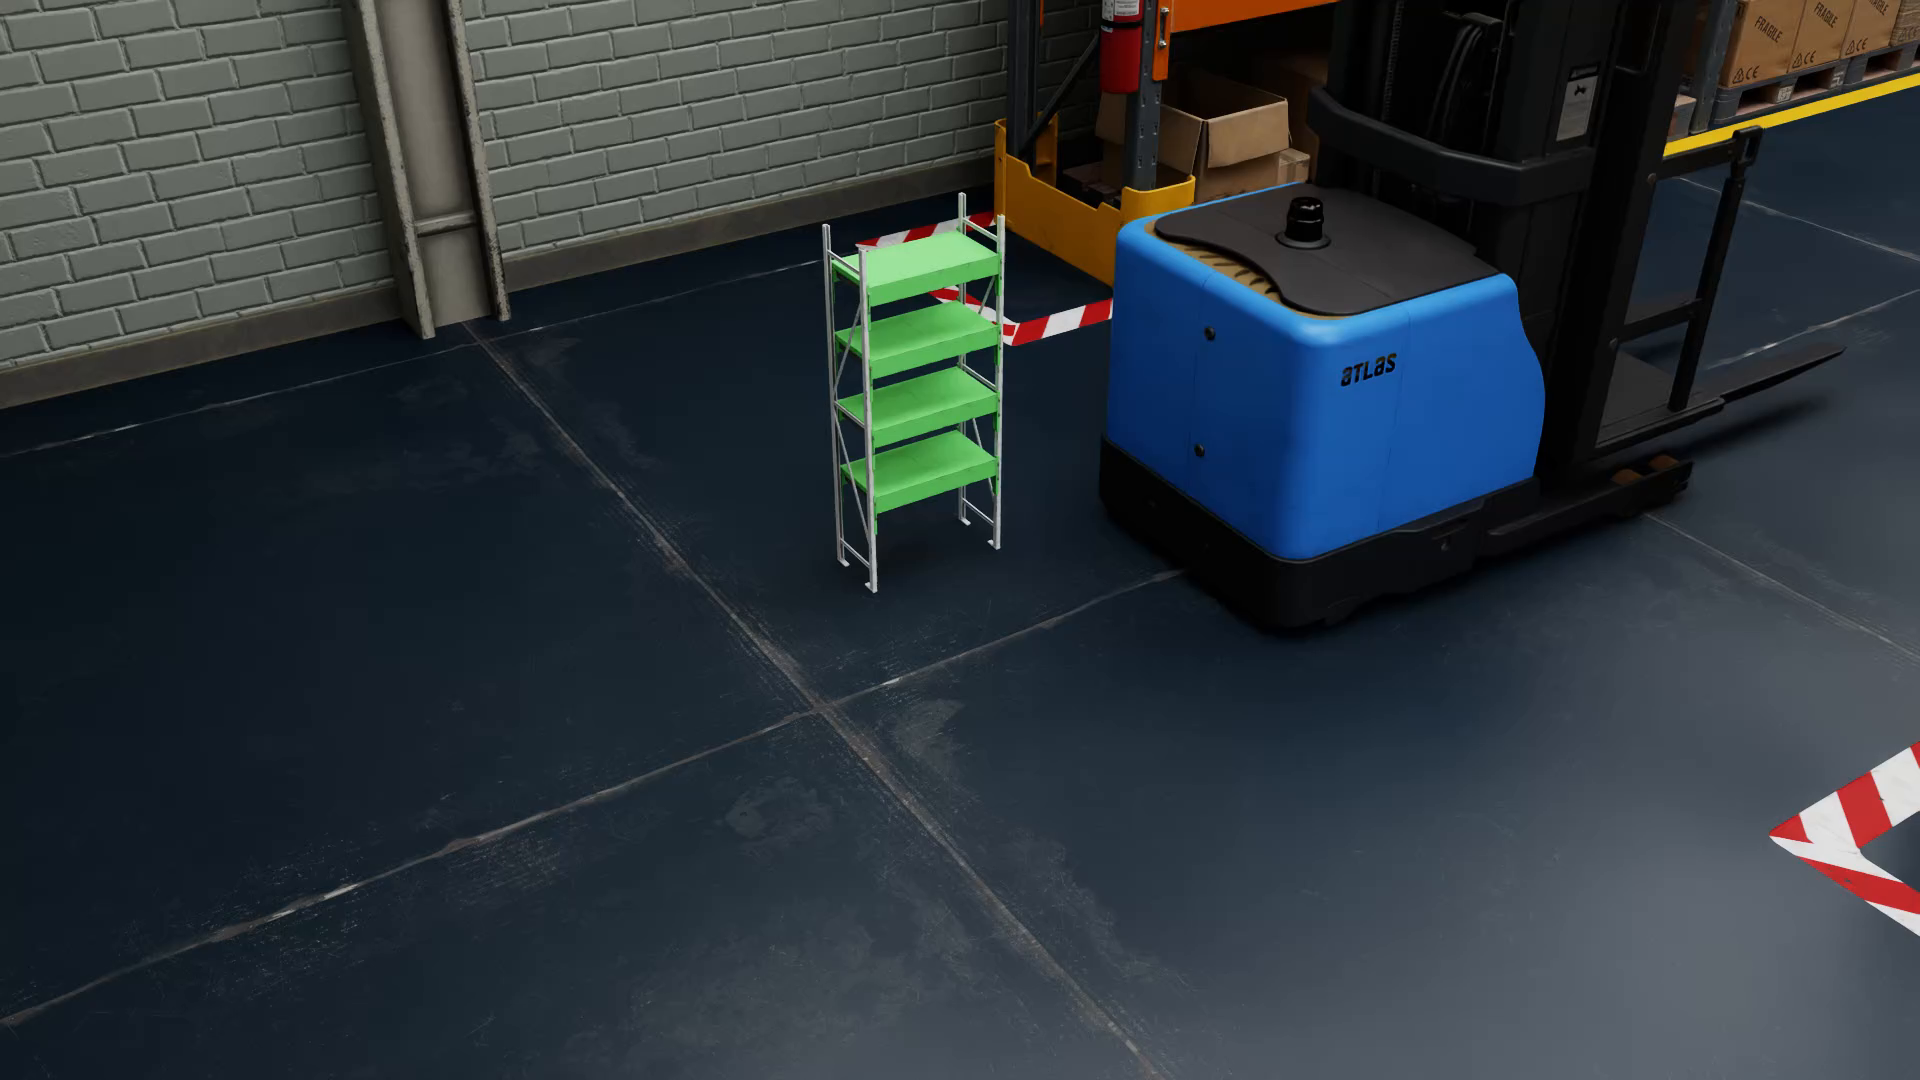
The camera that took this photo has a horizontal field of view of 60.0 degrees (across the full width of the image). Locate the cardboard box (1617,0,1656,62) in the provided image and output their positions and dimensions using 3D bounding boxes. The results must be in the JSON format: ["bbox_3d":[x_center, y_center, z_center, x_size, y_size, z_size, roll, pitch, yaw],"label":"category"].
[{"bbox_3d":[4.155,-3.178,9.925,0.500,0.500,0.500,-19,37,-27],"label":"cardboard box"}]

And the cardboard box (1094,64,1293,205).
[{"bbox_3d":[1.106,-1.883,7.869,0.637,0.503,0.797,-21,38,-29],"label":"cardboard box"}]

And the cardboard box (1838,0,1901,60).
[{"bbox_3d":[5.295,-3.243,10.028,0.500,0.500,0.500,-20,37,-29],"label":"cardboard box"}]

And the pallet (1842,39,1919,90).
[{"bbox_3d":[5.592,-3.210,10.641,1.213,0.211,1.003,-19,37,-27],"label":"pallet"}]

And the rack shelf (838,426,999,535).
[{"bbox_3d":[-0.139,-0.203,5.516,0.480,0.148,0.258,-19,37,-27],"label":"rack shelf"}]

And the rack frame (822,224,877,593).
[{"bbox_3d":[-0.344,-0.389,5.242,0.015,1.200,0.240,-19,37,-27],"label":"rack frame"}]

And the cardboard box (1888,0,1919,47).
[{"bbox_3d":[5.734,-3.390,10.262,0.500,0.500,0.500,-20,38,-29],"label":"cardboard box"}]

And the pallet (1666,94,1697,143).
[{"bbox_3d":[3.324,-2.405,9.365,1.213,0.211,1.003,-19,37,-27],"label":"pallet"}]

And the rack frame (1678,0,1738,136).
[{"bbox_3d":[3.902,-3.783,8.935,0.127,3.000,1.000,-19,37,-27],"label":"rack frame"}]

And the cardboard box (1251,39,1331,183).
[{"bbox_3d":[1.845,-2.111,8.234,0.500,0.500,0.700,-17,36,-25],"label":"cardboard box"}]

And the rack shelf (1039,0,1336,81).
[{"bbox_3d":[2.221,-2.900,8.211,4.000,0.370,1.077,-19,37,-27],"label":"rack shelf"}]

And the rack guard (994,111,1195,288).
[{"bbox_3d":[0.604,-1.591,7.804,0.348,0.500,1.175,-19,37,-27],"label":"rack guard"}]

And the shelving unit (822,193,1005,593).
[{"bbox_3d":[-0.139,-0.460,5.354,0.503,1.200,0.258,-19,37,-27],"label":"shelving unit"}]

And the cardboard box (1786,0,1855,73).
[{"bbox_3d":[4.873,-3.100,9.803,0.500,0.500,0.500,-19,37,-28],"label":"cardboard box"}]

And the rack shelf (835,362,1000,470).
[{"bbox_3d":[-0.139,-0.406,5.388,0.480,0.148,0.258,-19,37,-27],"label":"rack shelf"}]

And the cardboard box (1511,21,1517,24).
[{"bbox_3d":[3.219,-2.738,9.406,0.500,0.311,0.500,-18,36,-26],"label":"cardboard box"}]

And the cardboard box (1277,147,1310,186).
[{"bbox_3d":[1.484,-1.838,8.131,0.250,0.149,0.380,-21,38,-29],"label":"cardboard box"}]

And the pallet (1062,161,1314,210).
[{"bbox_3d":[1.274,-1.700,8.247,1.213,0.211,1.003,-19,37,-27],"label":"pallet"}]

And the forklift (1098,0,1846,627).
[{"bbox_3d":[2.017,-1.544,5.450,3.031,2.935,1.130,-18,36,-26],"label":"forklift"}]

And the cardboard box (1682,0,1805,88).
[{"bbox_3d":[4.431,-2.942,9.552,0.500,0.500,0.500,-17,36,-25],"label":"cardboard box"}]

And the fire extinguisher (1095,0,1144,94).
[{"bbox_3d":[0.667,-2.186,6.826,0.183,0.674,0.296,-19,37,-27],"label":"fire extinguisher"}]

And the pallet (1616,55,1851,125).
[{"bbox_3d":[4.565,-2.855,10.079,1.213,0.211,1.003,-19,37,-27],"label":"pallet"}]

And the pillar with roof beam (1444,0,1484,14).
[{"bbox_3d":[5.161,-4.593,4.596,0.400,9.000,9.100,-19,37,-27],"label":"pillar with roof beam"}]

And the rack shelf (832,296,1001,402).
[{"bbox_3d":[-0.139,-0.609,5.260,0.480,0.148,0.258,-19,37,-27],"label":"rack shelf"}]

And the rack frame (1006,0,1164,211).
[{"bbox_3d":[0.540,-2.627,7.102,0.127,3.000,1.000,-19,37,-27],"label":"rack frame"}]

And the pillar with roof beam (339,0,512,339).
[{"bbox_3d":[0.118,-2.858,1.846,0.400,9.000,9.100,-19,37,-27],"label":"pillar with roof beam"}]

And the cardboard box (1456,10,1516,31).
[{"bbox_3d":[2.718,-2.411,8.710,0.500,0.500,0.700,-20,38,-29],"label":"cardboard box"}]

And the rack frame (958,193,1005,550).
[{"bbox_3d":[0.066,-0.530,5.466,0.015,1.200,0.240,-19,37,-27],"label":"rack frame"}]

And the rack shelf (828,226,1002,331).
[{"bbox_3d":[-0.139,-0.812,5.132,0.480,0.148,0.258,-19,37,-27],"label":"rack shelf"}]
